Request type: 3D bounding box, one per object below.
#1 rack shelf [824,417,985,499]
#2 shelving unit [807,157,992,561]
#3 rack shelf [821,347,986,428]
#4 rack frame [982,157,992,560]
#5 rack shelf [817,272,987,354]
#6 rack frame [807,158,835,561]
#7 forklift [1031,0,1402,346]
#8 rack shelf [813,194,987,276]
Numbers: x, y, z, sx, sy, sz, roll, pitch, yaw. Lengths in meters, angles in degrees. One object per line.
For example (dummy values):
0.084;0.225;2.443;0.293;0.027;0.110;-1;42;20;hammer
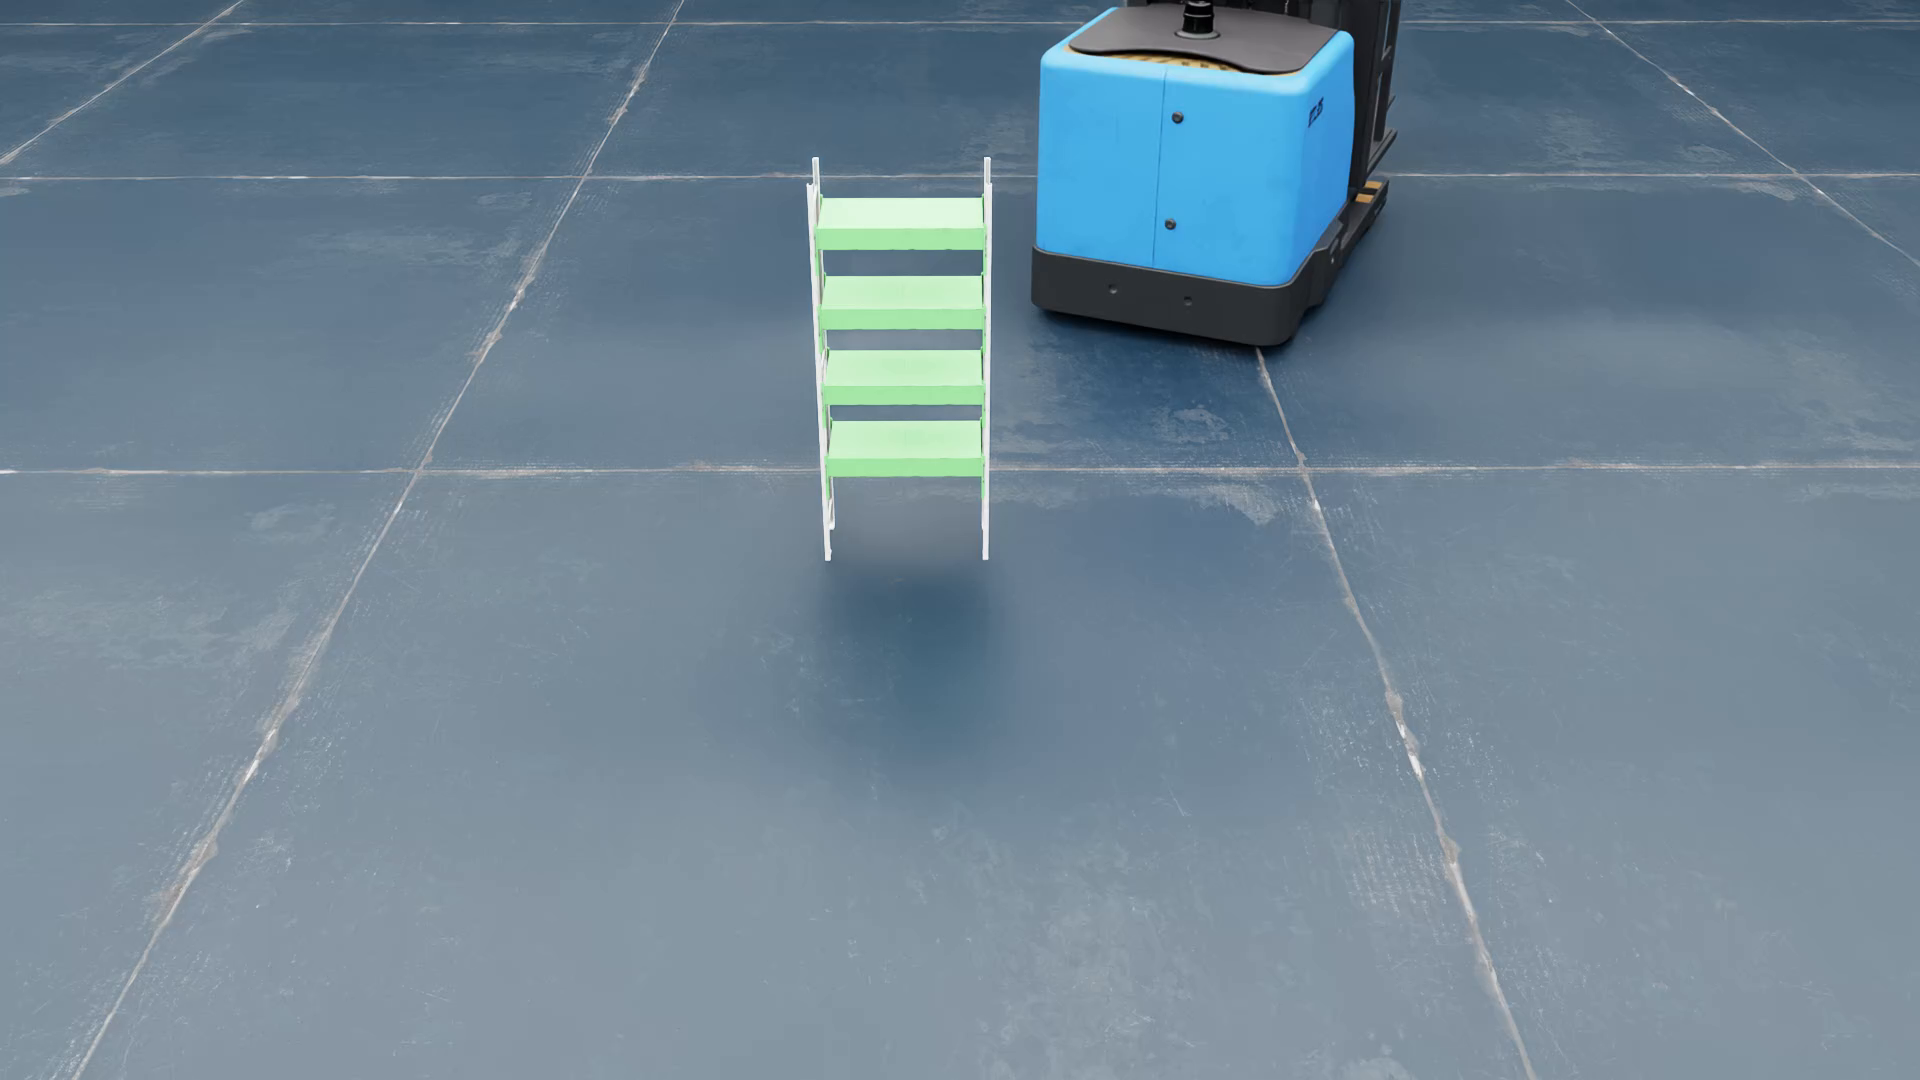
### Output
-0.166;-0.253;5.096;0.480;0.148;0.258;0;31;0;rack shelf
-0.166;-0.512;4.938;0.503;1.200;0.258;0;31;0;shelving unit
-0.166;-0.458;4.971;0.480;0.148;0.258;0;31;0;rack shelf
0.078;-0.513;4.939;0.015;1.200;0.240;0;31;0;rack frame
-0.166;-0.663;4.847;0.480;0.148;0.258;0;31;0;rack shelf
-0.410;-0.512;4.937;0.015;1.200;0.240;0;31;0;rack frame
1.341;-2.740;6.940;1.130;2.935;3.031;13;34;20;forklift
-0.166;-0.868;4.722;0.480;0.148;0.258;0;31;0;rack shelf
